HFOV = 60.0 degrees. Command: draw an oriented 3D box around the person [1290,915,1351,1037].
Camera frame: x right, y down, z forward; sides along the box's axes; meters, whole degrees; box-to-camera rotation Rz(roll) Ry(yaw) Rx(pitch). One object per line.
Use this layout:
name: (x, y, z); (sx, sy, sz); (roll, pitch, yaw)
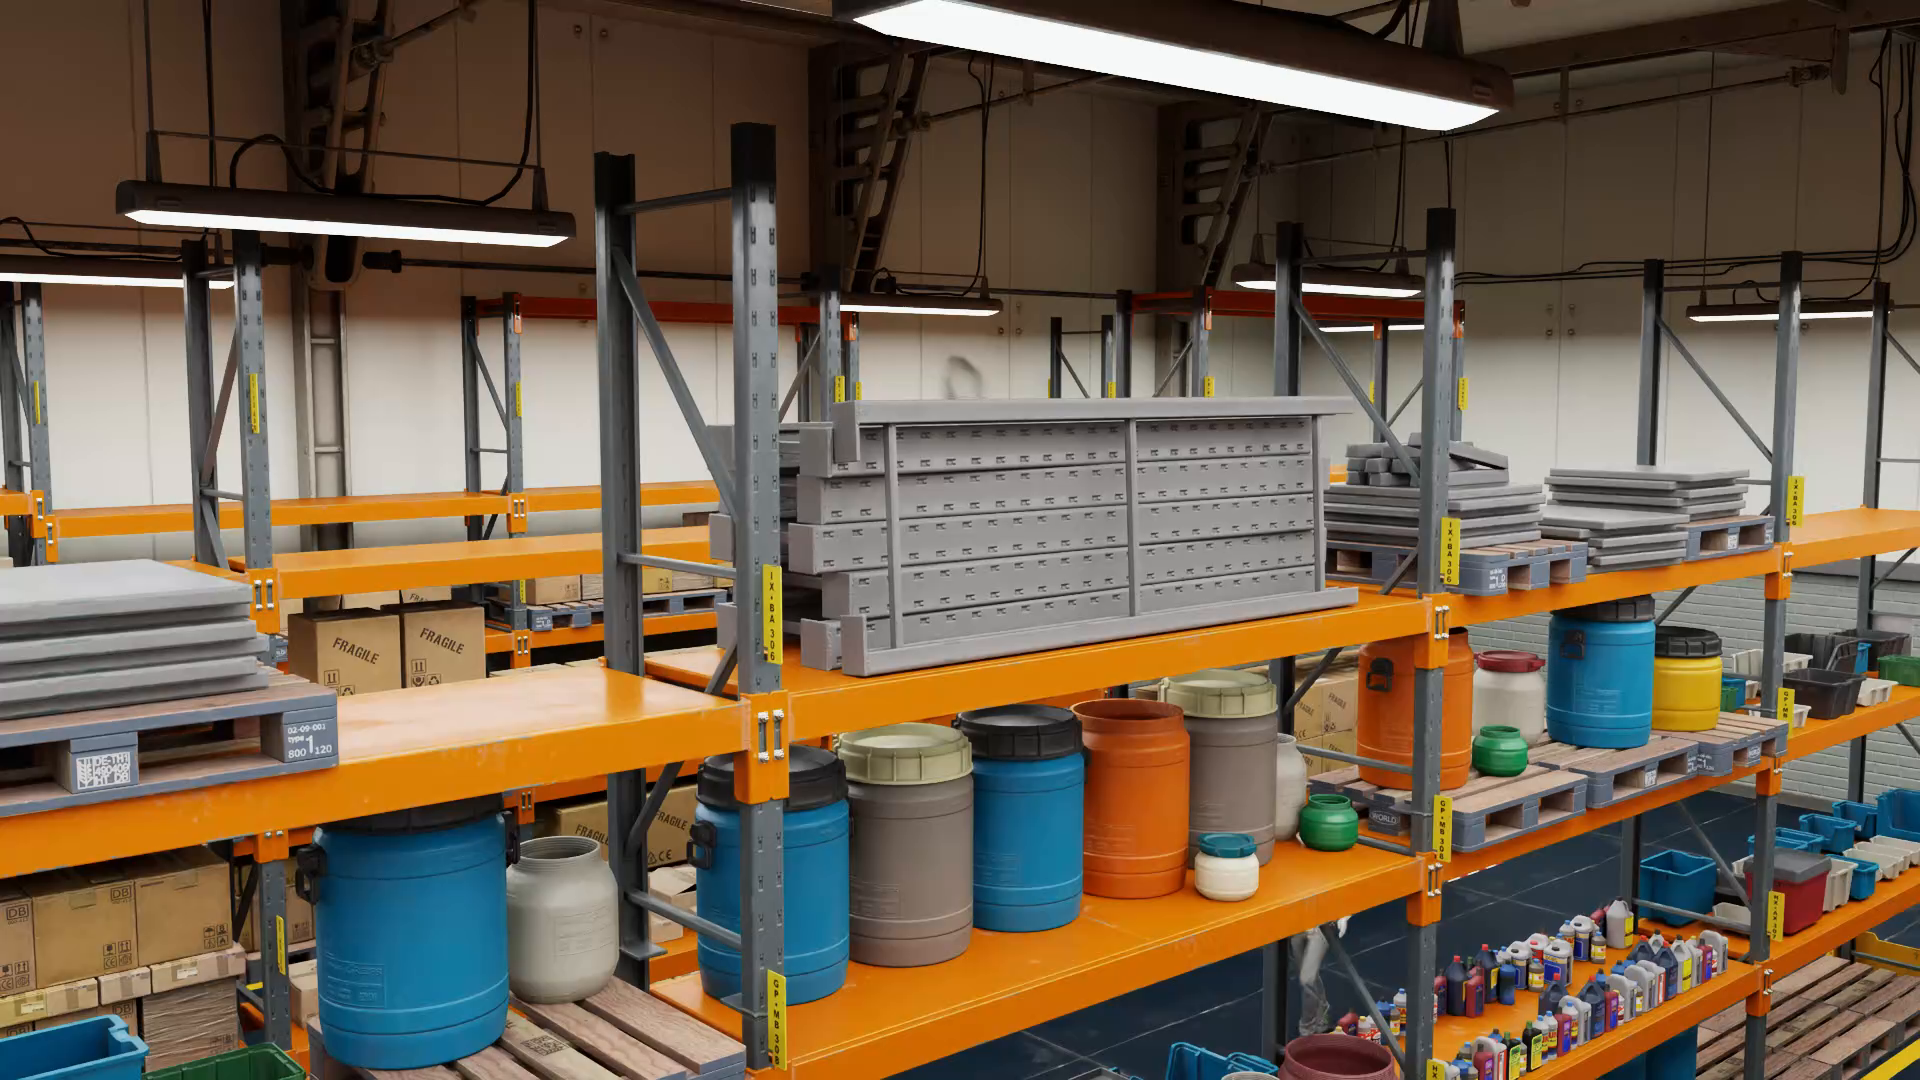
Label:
person: (2.753, 3.097, 13.030); (0.583, 1.739, 0.746); (5, 7, 42)
